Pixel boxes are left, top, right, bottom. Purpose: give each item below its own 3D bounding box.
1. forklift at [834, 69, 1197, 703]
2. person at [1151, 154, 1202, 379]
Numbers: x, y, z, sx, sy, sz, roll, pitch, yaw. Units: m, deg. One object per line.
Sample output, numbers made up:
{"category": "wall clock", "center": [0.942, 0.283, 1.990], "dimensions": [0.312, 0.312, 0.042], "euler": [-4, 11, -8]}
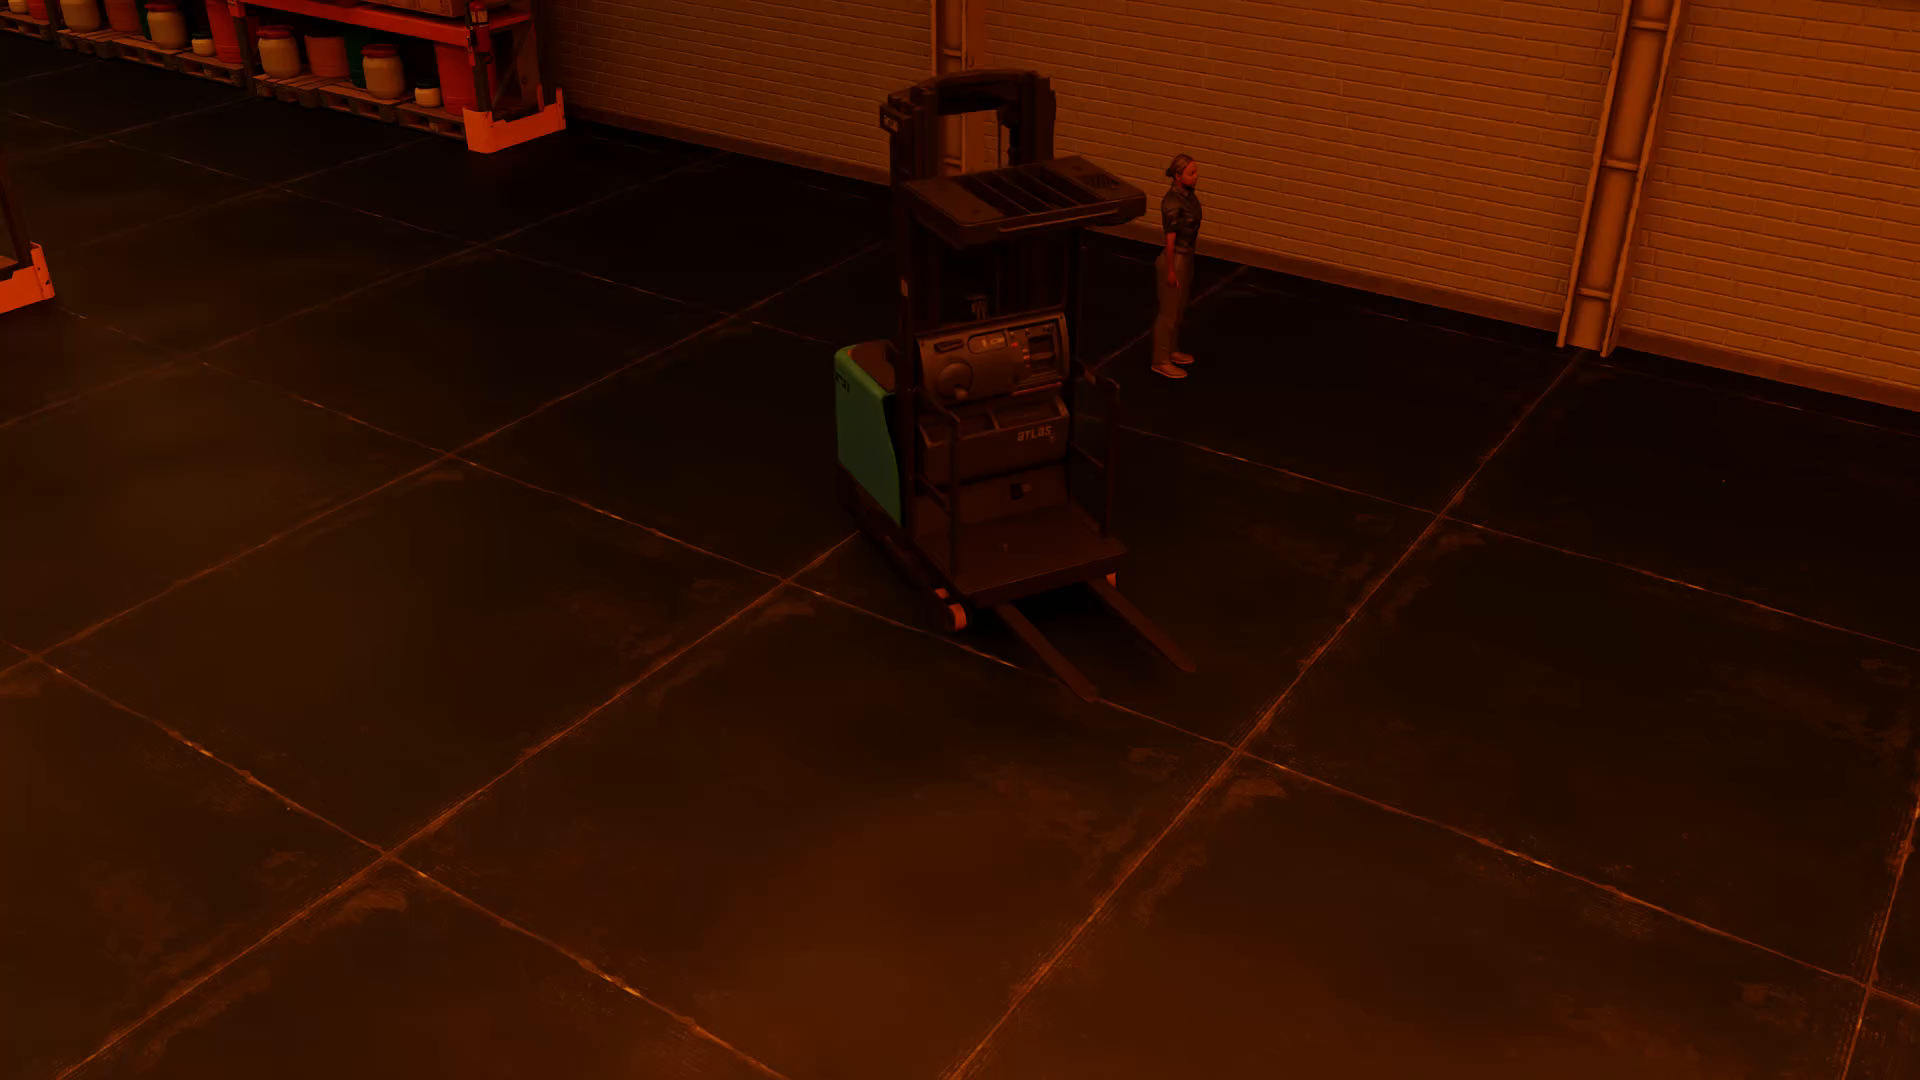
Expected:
{"category": "forklift", "center": [0.296, -0.989, 9.285], "dimensions": [1.130, 2.935, 3.031], "euler": [-14, 33, -23]}
{"category": "person", "center": [1.630, -2.053, 12.387], "dimensions": [0.324, 1.662, 0.446], "euler": [11, 32, 18]}
